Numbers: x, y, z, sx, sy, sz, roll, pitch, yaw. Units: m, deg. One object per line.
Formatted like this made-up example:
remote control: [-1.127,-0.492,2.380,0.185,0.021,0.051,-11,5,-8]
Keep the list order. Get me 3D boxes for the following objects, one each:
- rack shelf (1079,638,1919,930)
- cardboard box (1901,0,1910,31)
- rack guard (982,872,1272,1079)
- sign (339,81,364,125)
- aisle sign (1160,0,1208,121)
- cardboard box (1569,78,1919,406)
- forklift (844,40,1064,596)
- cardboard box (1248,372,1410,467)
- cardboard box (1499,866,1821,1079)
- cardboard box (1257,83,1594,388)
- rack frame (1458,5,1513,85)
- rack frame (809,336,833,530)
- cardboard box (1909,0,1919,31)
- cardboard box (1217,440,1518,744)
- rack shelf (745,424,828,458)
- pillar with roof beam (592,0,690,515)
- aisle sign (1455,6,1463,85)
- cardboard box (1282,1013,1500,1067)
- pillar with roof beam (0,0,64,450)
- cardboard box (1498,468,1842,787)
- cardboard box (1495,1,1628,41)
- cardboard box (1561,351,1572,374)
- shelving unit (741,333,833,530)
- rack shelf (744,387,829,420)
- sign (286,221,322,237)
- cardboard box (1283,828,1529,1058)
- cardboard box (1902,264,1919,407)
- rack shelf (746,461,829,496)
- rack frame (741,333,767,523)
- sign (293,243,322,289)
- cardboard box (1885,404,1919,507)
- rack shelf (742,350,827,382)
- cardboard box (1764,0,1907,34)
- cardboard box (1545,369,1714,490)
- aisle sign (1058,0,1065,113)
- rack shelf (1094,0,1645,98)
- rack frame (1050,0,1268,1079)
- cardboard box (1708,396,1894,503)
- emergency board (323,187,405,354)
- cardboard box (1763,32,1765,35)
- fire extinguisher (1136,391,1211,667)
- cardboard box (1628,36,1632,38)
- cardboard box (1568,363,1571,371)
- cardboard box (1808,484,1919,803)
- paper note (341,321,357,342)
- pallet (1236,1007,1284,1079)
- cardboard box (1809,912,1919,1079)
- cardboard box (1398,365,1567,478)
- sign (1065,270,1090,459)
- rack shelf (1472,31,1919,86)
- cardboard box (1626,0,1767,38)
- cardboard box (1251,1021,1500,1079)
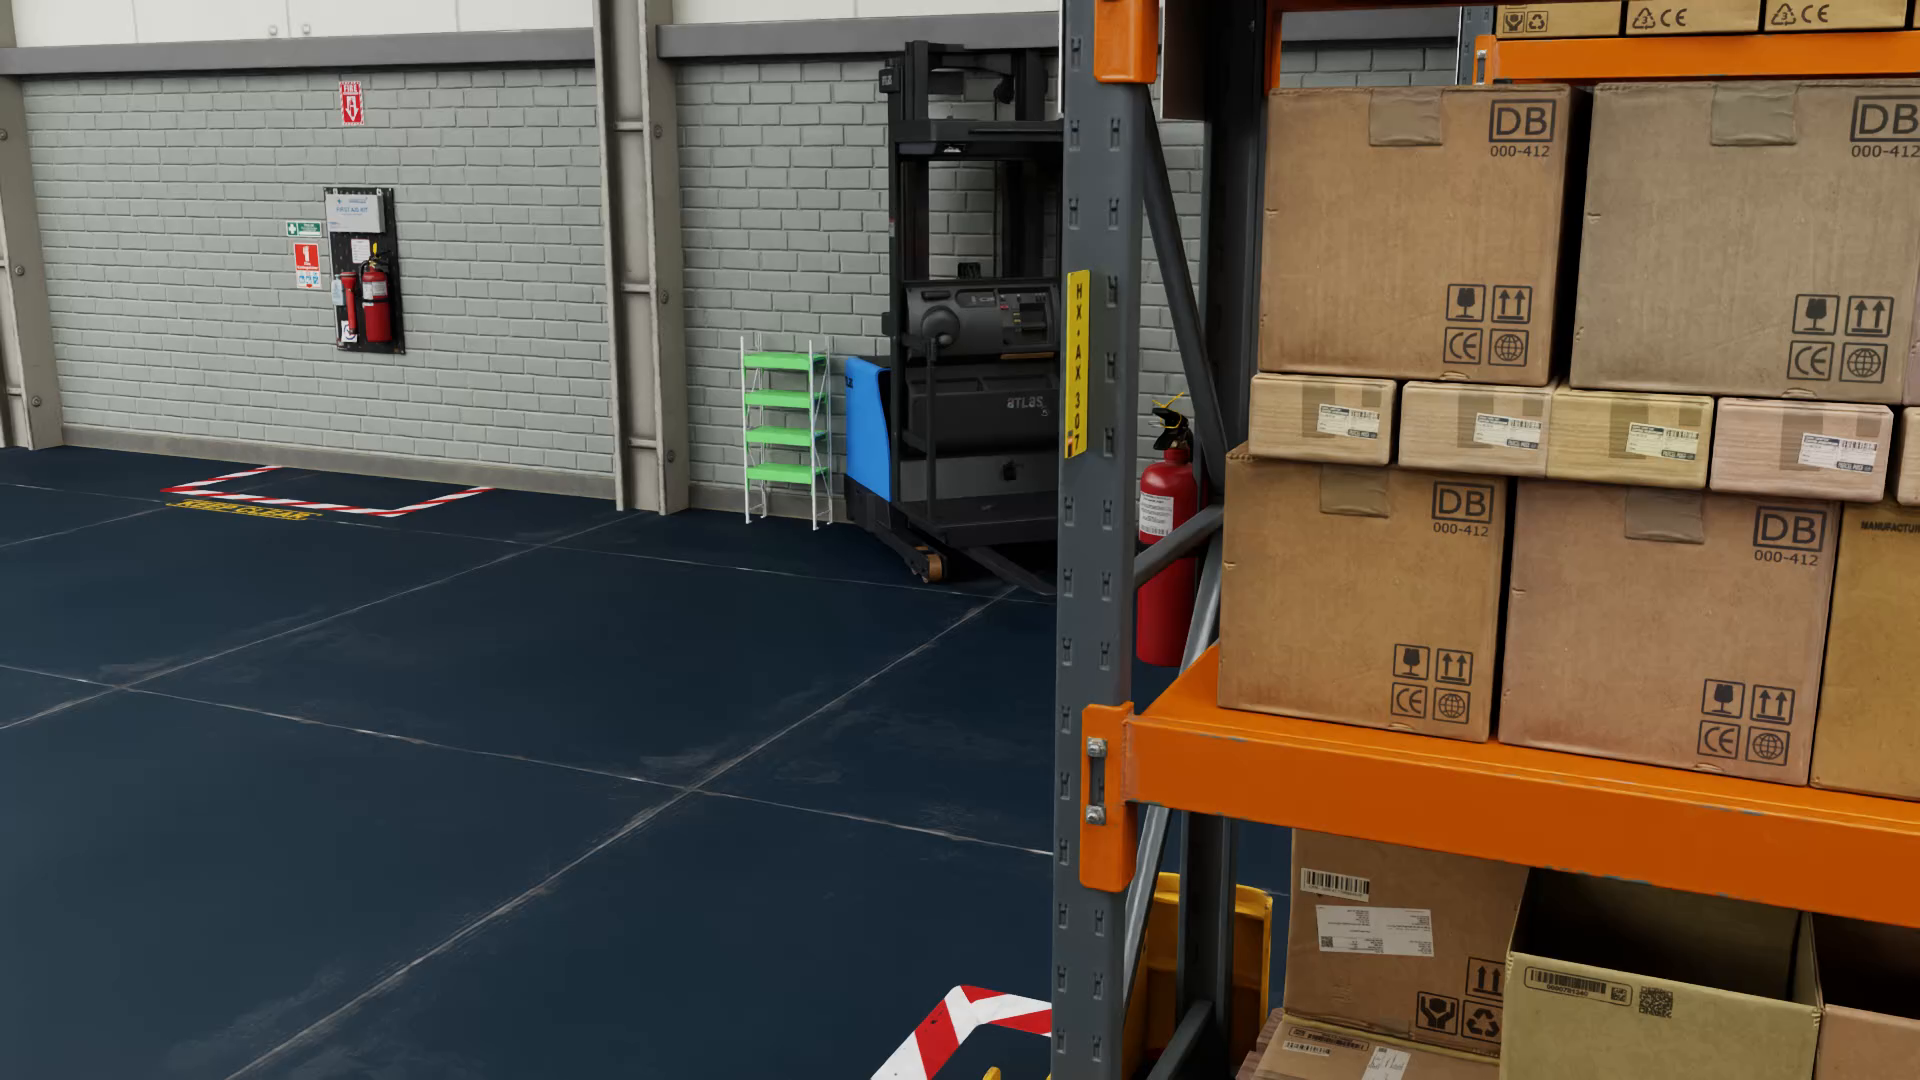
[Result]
rack shelf: [2.267,0.568,2.843,4.000,0.370,1.077,6,14,23]
cardboard box: [3.852,-2.445,7.279,0.500,0.500,0.500,5,14,21]
rack guard: [0.417,1.247,3.845,0.348,0.500,1.175,6,14,23]
sign: [-4.265,-3.060,11.656,0.199,0.298,0.001,6,14,23]
aisle sign: [0.497,-1.300,3.540,0.004,0.787,0.394,6,14,23]
cardboard box: [1.392,-0.549,2.971,0.500,0.500,0.700,5,14,22]
forklift: [0.215,-1.292,9.345,1.130,2.935,3.031,-5,14,-19]
cardboard box: [0.710,-0.251,3.118,0.250,0.149,0.380,6,14,23]
cardboard box: [1.297,0.944,3.125,0.500,0.500,0.500,6,14,23]
cardboard box: [0.909,-0.597,3.174,0.500,0.500,0.700,6,14,23]
rack frame: [2.442,-1.002,7.960,0.127,3.000,1.000,6,14,23]
rack frame: [-0.875,-0.672,10.491,0.015,1.200,0.240,6,14,23]
cardboard box: [4.097,-2.288,6.613,0.500,0.500,0.500,7,15,27]
cardboard box: [0.860,0.030,3.343,0.500,0.500,0.700,6,14,23]
rack shelf: [-1.099,-0.632,10.599,0.480,0.148,0.258,6,14,23]
pillar with roof beam: [-3.798,-3.695,6.303,0.400,9.000,9.100,6,14,23]
aisle sign: [2.254,-2.212,7.425,0.004,0.787,0.394,6,14,23]
cardboard box: [1.049,1.155,3.867,0.500,0.250,0.500,6,14,23]
pillar with roof beam: [-9.283,-4.250,8.669,0.400,9.000,9.100,6,14,23]
cardboard box: [1.342,0.077,3.140,0.500,0.500,0.700,6,15,25]
cardboard box: [2.646,-2.438,7.250,0.500,0.500,0.500,6,15,25]
cardboard box: [1.105,-0.312,3.381,0.250,0.149,0.380,6,15,25]
shelving unit: [-1.099,-0.694,10.585,0.503,1.200,0.258,6,14,23]
rack shelf: [-1.099,-0.865,10.545,0.480,0.148,0.258,6,14,23]
sign: [-4.761,-2.256,12.064,0.331,0.109,0.001,6,14,23]
cardboard box: [1.049,0.789,3.783,0.500,0.500,0.500,6,14,23]
cardboard box: [1.853,-0.503,2.773,0.500,0.500,0.700,6,14,23]
rack shelf: [-1.099,-0.398,10.654,0.480,0.148,0.258,6,14,23]
rack frame: [-1.323,-0.716,10.679,0.015,1.200,0.240,6,14,23]
sign: [-4.762,-2.000,12.135,0.234,0.329,0.001,6,14,23]
cardboard box: [1.655,-0.155,2.712,0.250,0.149,0.380,5,14,21]
rack shelf: [-1.099,-1.099,10.490,0.480,0.148,0.258,6,14,23]
cardboard box: [3.599,-2.334,6.805,0.500,0.500,0.500,7,15,26]
cardboard box: [1.180,-0.203,2.916,0.250,0.149,0.380,6,14,23]
aisle sign: [0.254,-1.175,3.006,0.004,0.787,0.394,6,14,23]
rack shelf: [2.267,-0.892,2.500,4.000,0.370,1.077,6,14,23]
rack frame: [0.439,0.033,3.550,0.127,3.000,1.000,6,14,23]
cardboard box: [1.410,-0.180,2.815,0.250,0.149,0.380,6,14,22]
emergency board: [-4.298,-1.910,11.829,0.643,1.169,0.194,6,14,23]
cardboard box: [3.384,-2.495,7.491,0.500,0.500,0.500,6,14,23]
fire extinguisher: [0.519,-0.038,4.019,0.183,0.674,0.296,6,14,23]
cardboard box: [2.926,-2.535,7.665,0.500,0.500,0.500,7,15,27]
cardboard box: [1.339,-0.289,3.280,0.250,0.149,0.380,6,14,22]
cardboard box: [1.794,0.125,2.939,0.500,0.500,0.700,6,14,24]
paper note: [-4.432,-1.512,12.061,0.142,0.148,0.016,6,14,23]
pallet: [1.155,1.452,3.604,1.213,0.211,1.003,6,14,23]
cardboard box: [1.759,0.987,2.939,0.500,0.500,0.500,6,14,23]
cardboard box: [0.953,-0.227,3.016,0.250,0.149,0.380,5,14,22]
sign: [0.208,-0.312,2.950,0.005,0.325,0.100,6,14,23]
rack shelf: [4.270,-1.927,6.911,4.000,0.370,1.077,6,14,23]
cardboard box: [3.123,-2.381,7.006,0.500,0.500,0.500,7,15,27]
cardboard box: [0.839,1.263,3.406,0.500,0.250,0.500,6,14,23]
